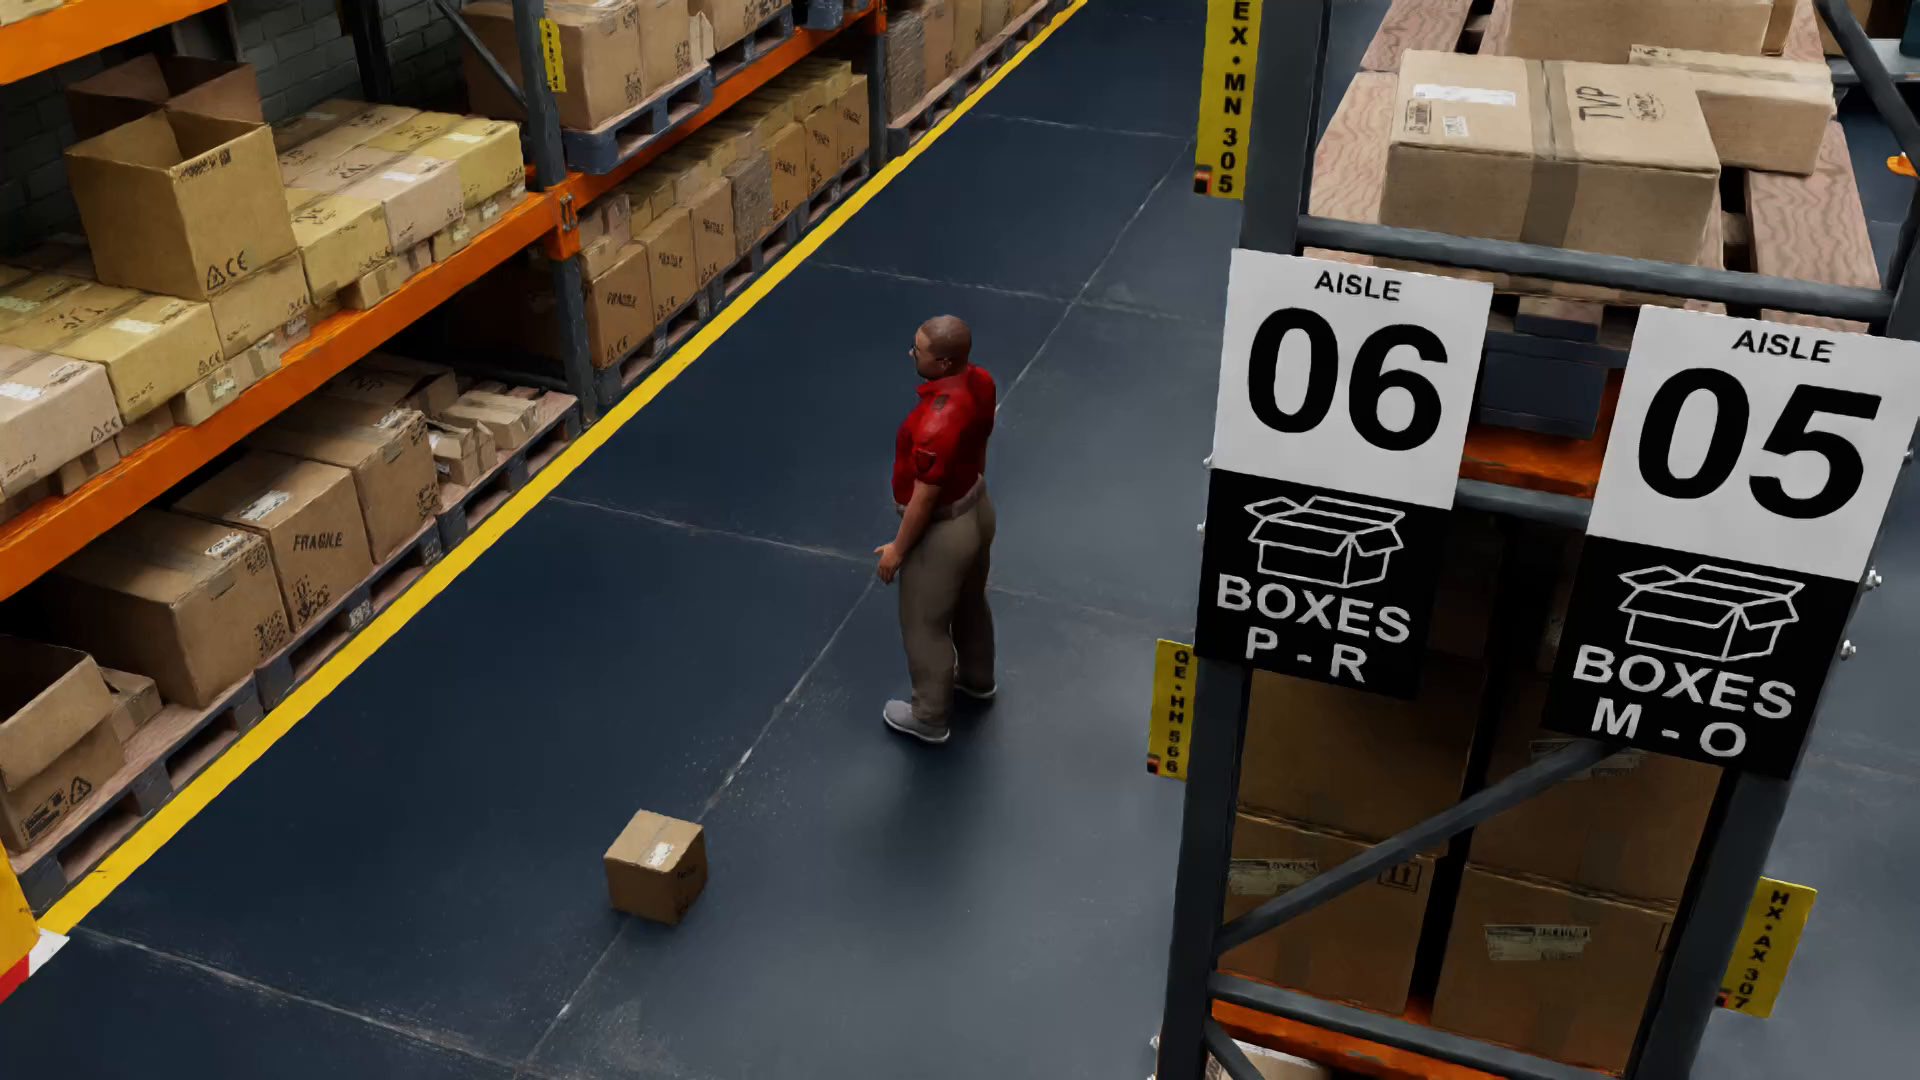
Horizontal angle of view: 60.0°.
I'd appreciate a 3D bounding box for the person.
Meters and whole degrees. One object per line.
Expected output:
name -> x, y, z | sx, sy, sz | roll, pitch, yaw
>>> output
person -> -0.080, -0.044, 6.186 | 0.397, 1.736, 0.570 | 12, 35, 18
